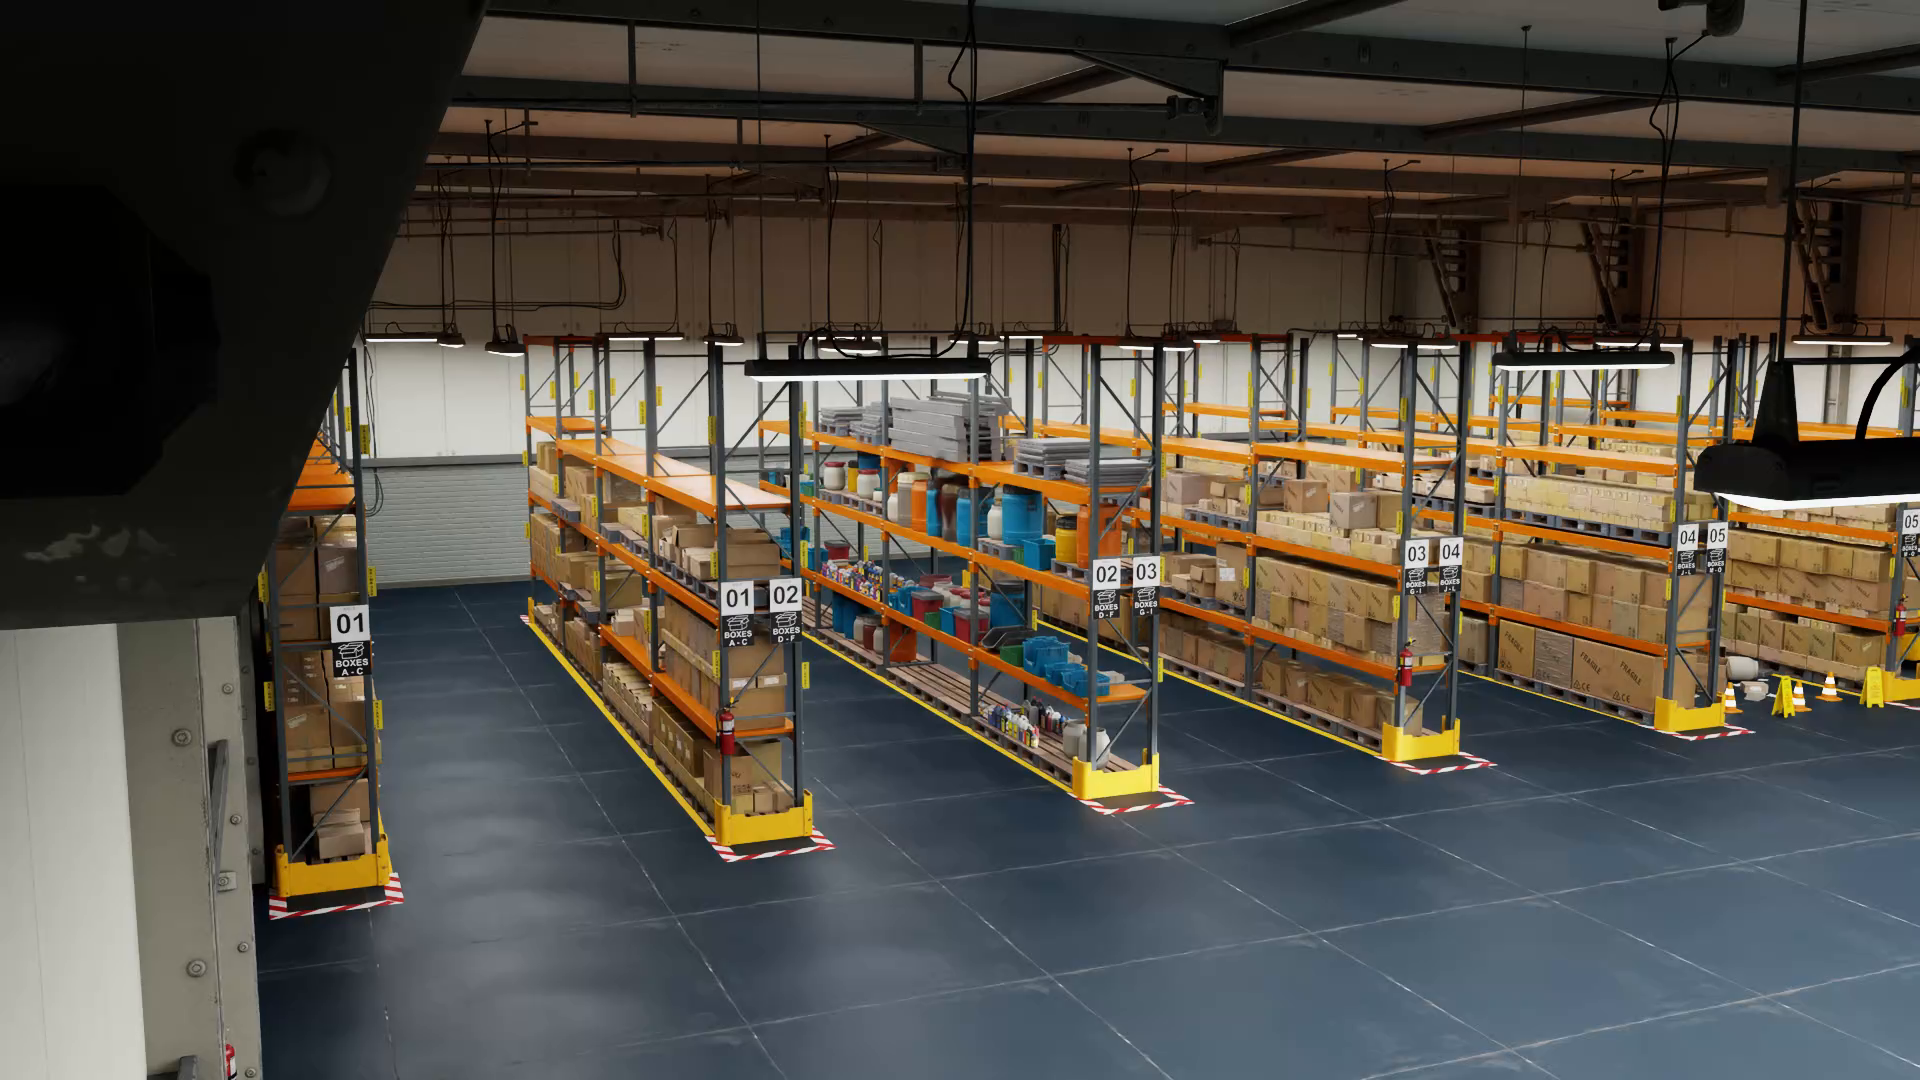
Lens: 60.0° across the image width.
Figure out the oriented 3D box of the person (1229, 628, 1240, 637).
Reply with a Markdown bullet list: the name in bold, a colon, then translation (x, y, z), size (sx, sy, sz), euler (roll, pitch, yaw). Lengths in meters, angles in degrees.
- **person**: translation (5.213, 1.274, 31.846), size (0.361, 1.669, 0.457), euler (-2, 8, -11)
